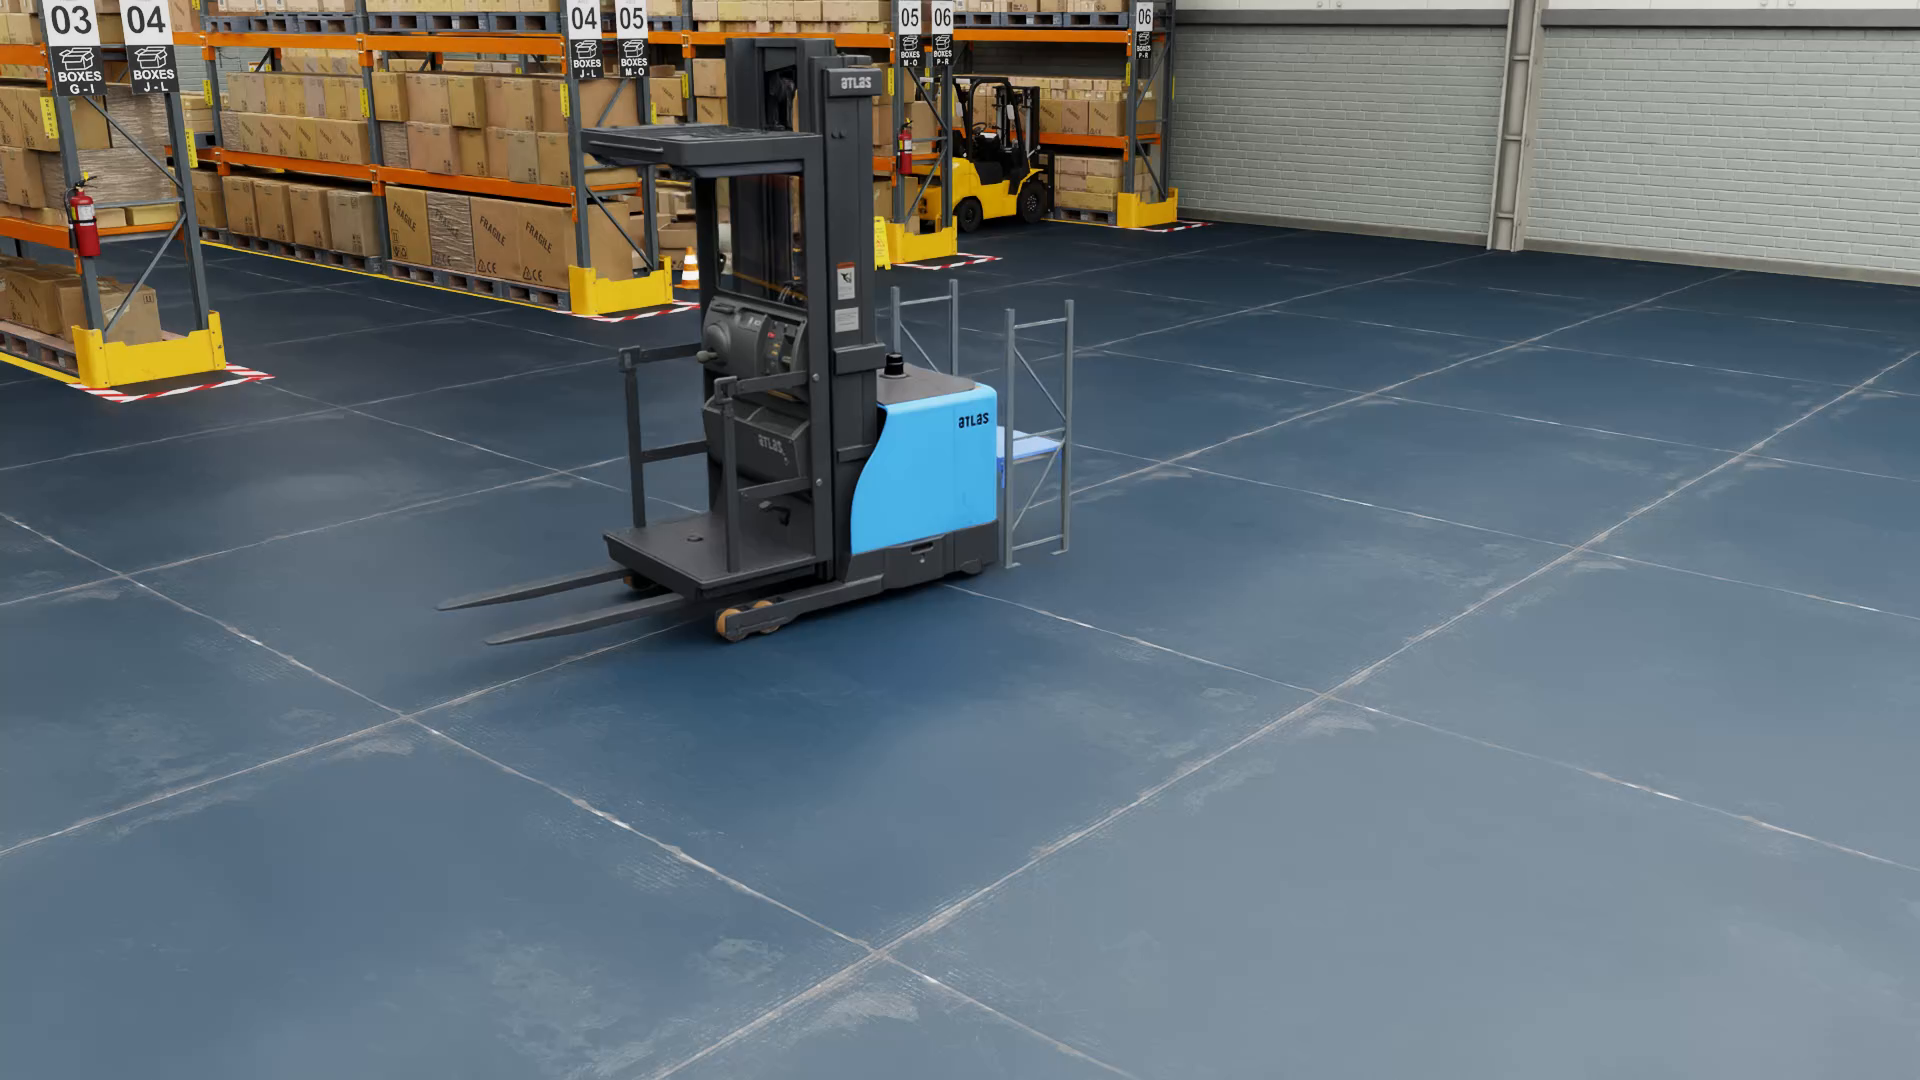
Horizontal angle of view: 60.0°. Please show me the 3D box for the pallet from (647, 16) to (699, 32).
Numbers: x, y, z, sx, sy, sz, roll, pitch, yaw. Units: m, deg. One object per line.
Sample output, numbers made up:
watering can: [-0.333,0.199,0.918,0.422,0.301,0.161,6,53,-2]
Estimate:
pallet: [-3.855,-7.399,23.819,1.003,0.211,1.213,15,23,39]

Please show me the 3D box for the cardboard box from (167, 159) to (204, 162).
cardboard box: [-11.557,-5.544,24.821,0.500,0.250,0.500,16,24,42]

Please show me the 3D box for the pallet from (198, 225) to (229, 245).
pallet: [-10.249,-4.402,23.633,1.213,0.211,1.003,15,23,39]

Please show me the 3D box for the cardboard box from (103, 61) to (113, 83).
cardboard box: [-13.189,-7.076,25.139,0.500,0.500,0.500,14,22,37]

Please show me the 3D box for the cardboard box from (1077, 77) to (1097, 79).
cardboard box: [1.941,-7.056,25.657,0.250,0.149,0.380,16,24,41]

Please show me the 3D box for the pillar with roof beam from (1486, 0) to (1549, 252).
pillar with roof beam: [4.527,-7.256,18.098,0.400,9.000,9.100,15,23,39]

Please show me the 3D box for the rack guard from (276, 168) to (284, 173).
rack guard: [-12.457,-7.134,31.763,0.348,0.500,1.175,15,23,39]

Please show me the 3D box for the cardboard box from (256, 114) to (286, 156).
cardboard box: [-8.750,-5.267,21.585,0.500,0.500,0.500,15,23,39]

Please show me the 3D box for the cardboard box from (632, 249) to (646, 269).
cardboard box: [-4.166,-3.539,20.824,0.396,0.266,0.258,-13,22,-36]

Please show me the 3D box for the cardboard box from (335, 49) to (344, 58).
cardboard box: [-10.803,-8.611,29.396,0.250,0.149,0.380,14,23,38]

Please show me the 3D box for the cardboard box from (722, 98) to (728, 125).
cardboard box: [-2.929,-5.853,22.939,0.500,0.500,0.500,15,23,39]

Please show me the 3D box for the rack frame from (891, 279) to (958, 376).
rack frame: [-0.213,-0.835,10.262,0.500,1.500,0.032,-15,23,-38]

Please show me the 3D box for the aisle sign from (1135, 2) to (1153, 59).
aisle sign: [2.674,-7.391,24.144,0.004,0.787,0.394,15,23,39]

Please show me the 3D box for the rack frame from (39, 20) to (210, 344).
rack frame: [-7.050,-2.865,14.182,0.127,3.000,1.000,15,23,39]

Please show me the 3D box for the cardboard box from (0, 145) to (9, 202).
cardboard box: [-8.242,-3.355,15.067,0.500,0.500,0.875,15,23,39]

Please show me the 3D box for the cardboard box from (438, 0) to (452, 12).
cardboard box: [-5.490,-5.873,18.255,0.250,0.149,0.380,15,23,40]

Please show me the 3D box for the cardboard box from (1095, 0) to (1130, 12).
cardboard box: [2.327,-7.990,24.346,0.500,0.500,0.500,16,24,41]

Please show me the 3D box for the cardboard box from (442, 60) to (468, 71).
cardboard box: [-8.146,-7.588,27.245,0.500,0.500,0.500,15,23,38]

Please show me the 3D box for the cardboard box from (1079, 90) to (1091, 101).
cardboard box: [2.010,-6.705,25.042,0.250,0.149,0.380,16,23,40]

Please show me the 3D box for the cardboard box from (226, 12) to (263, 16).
cardboard box: [-9.916,-7.226,22.797,0.500,0.500,0.500,15,23,39]

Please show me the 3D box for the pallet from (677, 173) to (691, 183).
pallet: [-4.605,-6.912,31.542,1.213,0.211,1.003,15,23,39]

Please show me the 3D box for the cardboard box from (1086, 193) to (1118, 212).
cardboard box: [2.259,-5.144,25.212,0.500,0.250,0.500,15,23,40]

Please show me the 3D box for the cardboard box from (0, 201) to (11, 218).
cardboard box: [-8.592,-3.034,15.127,0.250,0.149,0.380,15,23,39]

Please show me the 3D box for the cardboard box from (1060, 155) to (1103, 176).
cardboard box: [1.883,-5.721,25.377,0.500,0.250,0.500,16,23,40]

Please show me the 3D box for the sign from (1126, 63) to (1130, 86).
sign: [2.449,-6.776,24.199,0.005,0.325,0.100,15,23,39]

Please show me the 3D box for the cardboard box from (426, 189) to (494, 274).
cardboard box: [-5.573,-3.636,19.427,0.875,0.875,0.875,15,23,40]

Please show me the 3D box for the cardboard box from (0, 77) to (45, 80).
cardboard box: [-9.148,-4.206,16.097,0.500,0.500,0.500,15,23,39]

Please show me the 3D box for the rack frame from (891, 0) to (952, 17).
rack frame: [-0.472,-7.967,20.339,0.127,3.000,1.000,15,23,39]

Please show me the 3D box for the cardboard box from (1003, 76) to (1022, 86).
cardboard box: [0.886,-7.161,25.988,0.250,0.149,0.380,15,23,39]

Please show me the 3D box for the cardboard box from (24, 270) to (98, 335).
cardboard box: [-8.431,-2.246,15.667,0.500,0.500,0.500,-16,23,-41]

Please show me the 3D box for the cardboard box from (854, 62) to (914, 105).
cardboard box: [-0.999,-5.827,21.203,0.500,0.500,0.700,14,23,38]

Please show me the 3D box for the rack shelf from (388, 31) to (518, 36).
rack shelf: [-7.952,-8.202,27.228,4.000,0.370,1.077,15,23,39]

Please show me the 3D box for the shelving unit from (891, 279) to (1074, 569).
shelving unit: [0.117,-0.718,9.894,0.538,1.500,1.048,-15,23,-38]

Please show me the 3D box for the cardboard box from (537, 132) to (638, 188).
cardboard box: [-3.990,-4.103,17.834,0.550,0.550,0.875,15,23,39]

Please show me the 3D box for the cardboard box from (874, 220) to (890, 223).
cardboard box: [-1.273,-4.103,21.934,0.500,0.250,0.500,15,23,39]

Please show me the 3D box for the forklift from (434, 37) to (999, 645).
forklift: [-1.245,-1.059,8.603,3.031,2.935,1.130,-14,22,-36]

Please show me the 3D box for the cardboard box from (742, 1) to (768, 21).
cardboard box: [-2.559,-7.055,22.182,0.500,0.250,0.500,15,23,40]

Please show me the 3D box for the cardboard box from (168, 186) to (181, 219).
cardboard box: [-11.124,-4.863,23.914,0.500,0.500,0.500,14,22,37]

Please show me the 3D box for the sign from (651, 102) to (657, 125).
sign: [-3.309,-4.542,17.903,0.005,0.325,0.100,15,23,39]

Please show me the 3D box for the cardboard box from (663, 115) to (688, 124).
cardboard box: [-4.032,-6.032,23.881,0.250,0.149,0.380,15,23,40]

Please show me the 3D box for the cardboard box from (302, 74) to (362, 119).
cardboard box: [-7.813,-5.597,20.972,0.500,0.500,0.700,15,23,40]

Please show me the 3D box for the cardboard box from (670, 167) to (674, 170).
cardboard box: [-5.168,-7.296,31.579,0.500,0.500,0.500,14,22,38]

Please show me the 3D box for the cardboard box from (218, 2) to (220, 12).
cardboard box: [-9.522,-7.028,21.896,0.250,0.149,0.380,14,22,37]

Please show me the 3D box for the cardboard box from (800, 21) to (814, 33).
cardboard box: [-1.864,-6.689,21.687,0.250,0.149,0.380,14,22,38]

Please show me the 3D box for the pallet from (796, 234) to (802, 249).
pallet: [-2.021,-4.210,23.028,1.213,0.211,1.003,15,23,39]

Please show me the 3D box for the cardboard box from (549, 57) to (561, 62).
cardboard box: [-7.865,-9.418,33.347,0.500,0.500,0.500,16,23,41]
